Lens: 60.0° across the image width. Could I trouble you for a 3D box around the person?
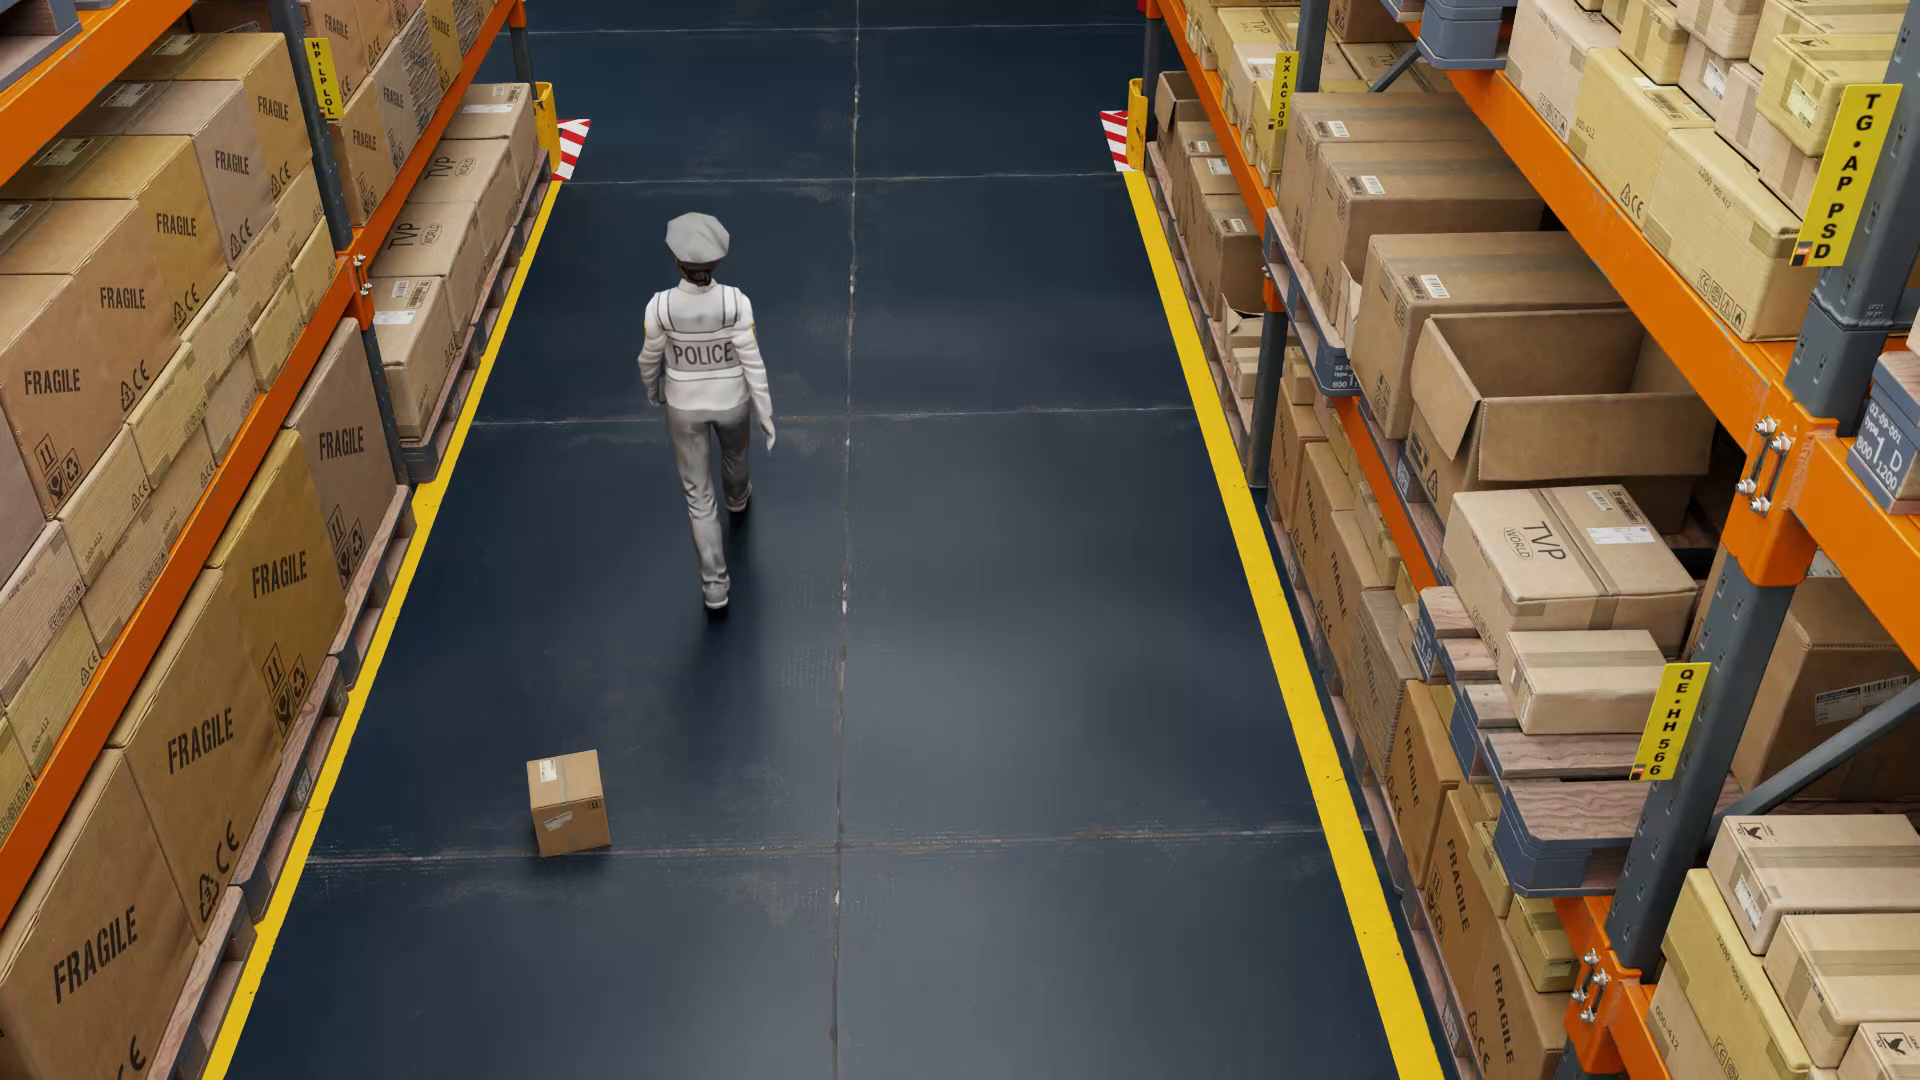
[{"bbox_3d":[-1.078,-0.634,6.990,0.515,1.625,1.012,-9,36,-12],"label":"person"}]
